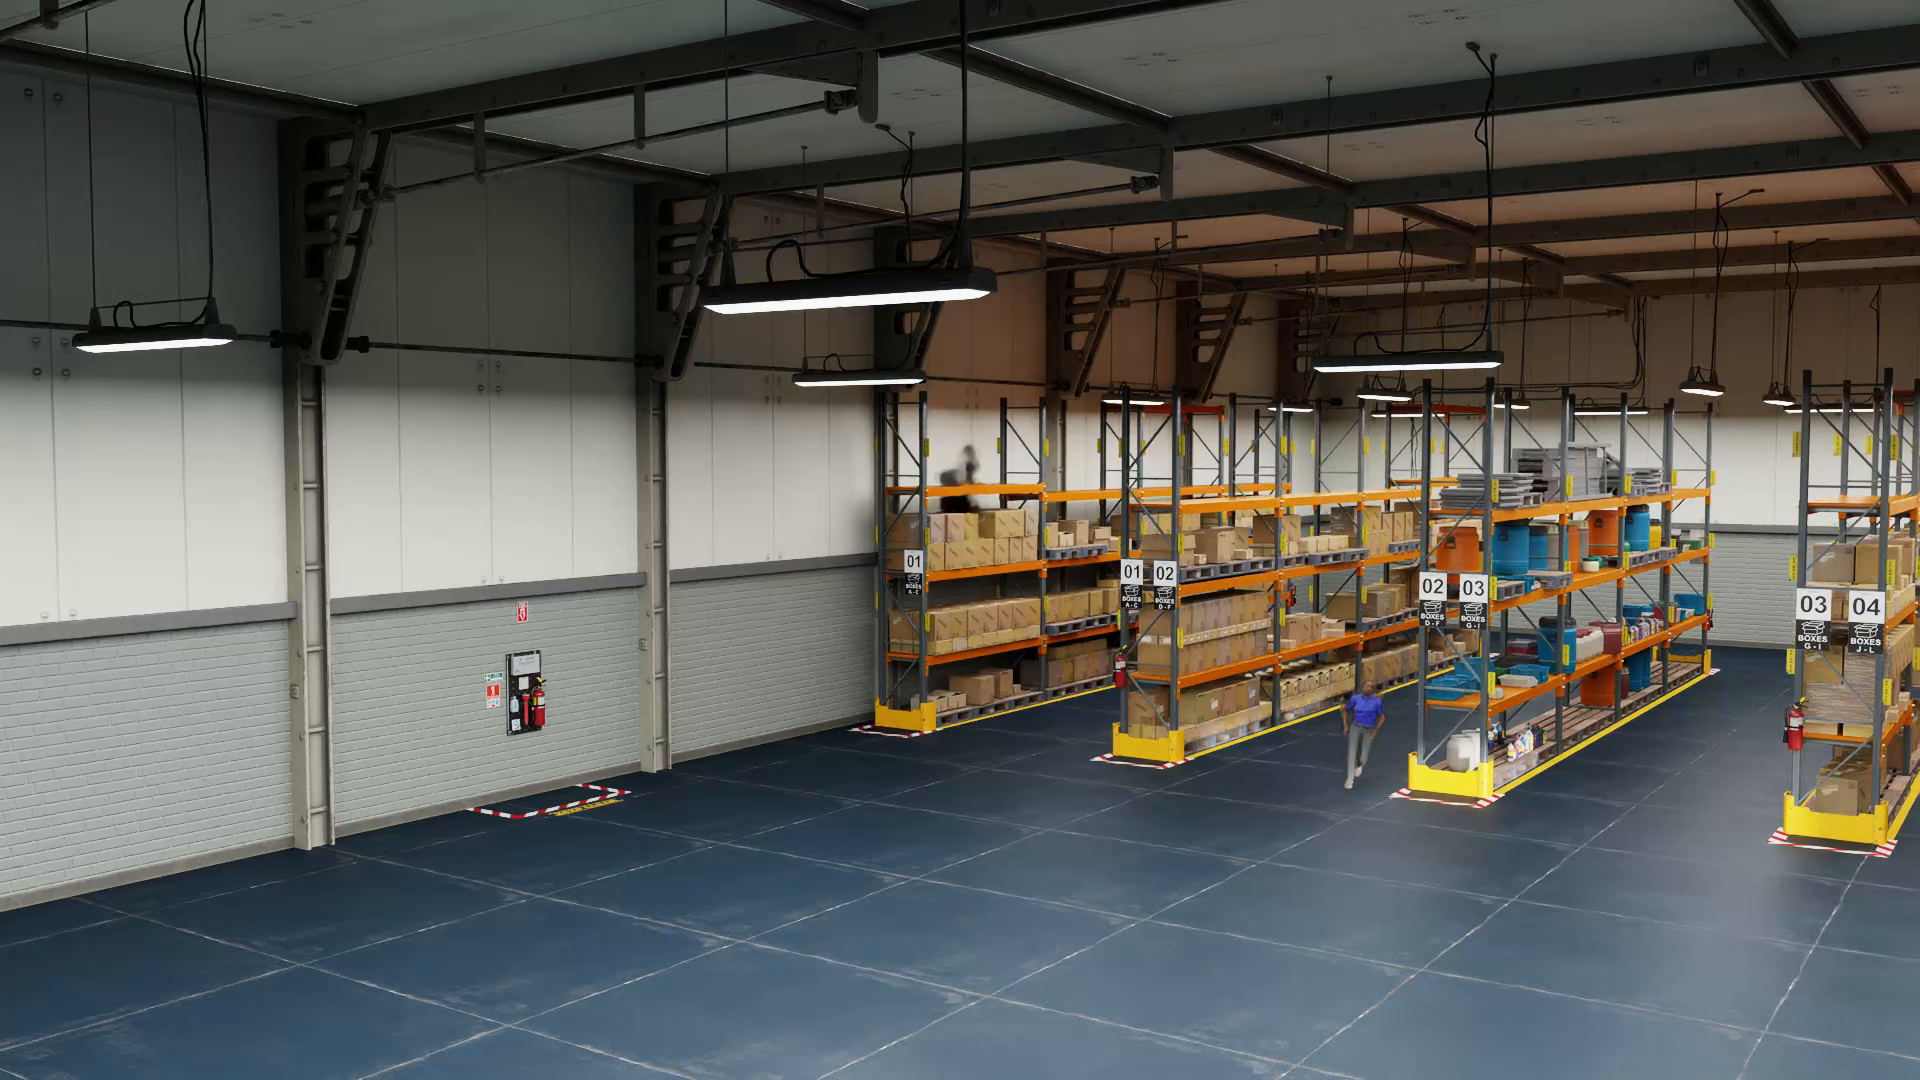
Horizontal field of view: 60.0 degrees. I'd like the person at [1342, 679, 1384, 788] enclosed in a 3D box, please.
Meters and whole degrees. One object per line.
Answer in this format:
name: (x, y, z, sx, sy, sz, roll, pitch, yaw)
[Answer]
person: (5.969, 2.853, 24.641, 0.614, 1.610, 0.585, 1, 3, 15)
